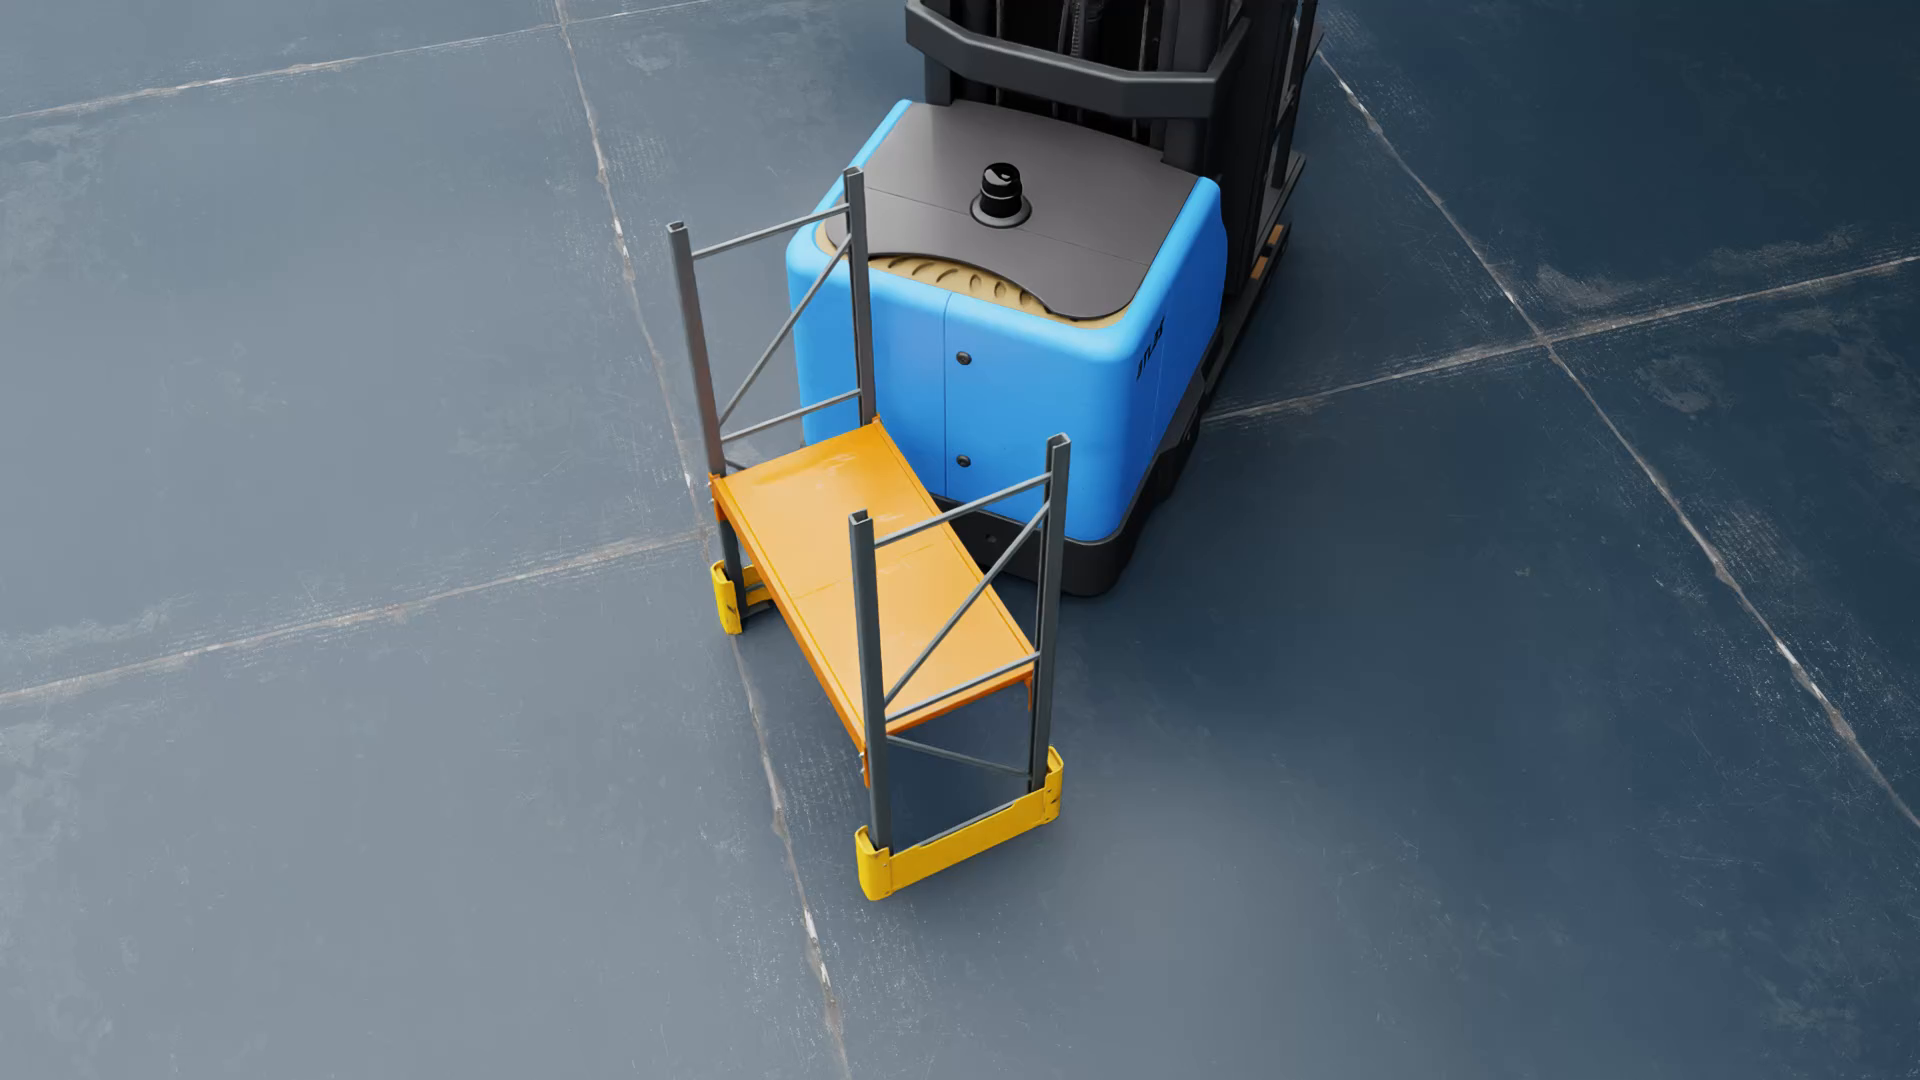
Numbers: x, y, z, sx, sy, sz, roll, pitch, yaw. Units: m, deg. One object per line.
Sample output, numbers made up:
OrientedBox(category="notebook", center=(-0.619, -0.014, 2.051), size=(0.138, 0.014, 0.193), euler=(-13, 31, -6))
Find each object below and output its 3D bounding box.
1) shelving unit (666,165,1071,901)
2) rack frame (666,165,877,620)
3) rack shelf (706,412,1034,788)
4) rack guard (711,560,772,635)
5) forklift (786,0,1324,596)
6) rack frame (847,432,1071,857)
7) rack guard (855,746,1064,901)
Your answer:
OrientedBox(category="shelving unit", center=(-0.226, 0.016, 4.255), size=(0.587, 1.500, 1.083), euler=(-22, 53, -17))
OrientedBox(category="rack frame", center=(-0.464, -0.335, 4.552), size=(0.500, 1.500, 0.032), euler=(-22, 53, -17))
OrientedBox(category="rack shelf", center=(-0.230, 0.126, 4.398), size=(0.538, 0.185, 1.000), euler=(-22, 53, -17))
OrientedBox(category="rack guard", center=(-0.455, 0.081, 5.018), size=(0.587, 0.250, 0.087), euler=(-22, 53, -17))
OrientedBox(category="forklift", center=(0.556, -1.925, 4.956), size=(1.130, 2.935, 3.031), euler=(18, 52, 15))
OrientedBox(category="rack frame", center=(0.003, 0.356, 3.969), size=(0.500, 1.500, 0.032), euler=(-22, 53, -17))
OrientedBox(category="rack guard", center=(0.003, 0.758, 4.448), size=(0.587, 0.250, 0.087), euler=(-22, 53, -17))
